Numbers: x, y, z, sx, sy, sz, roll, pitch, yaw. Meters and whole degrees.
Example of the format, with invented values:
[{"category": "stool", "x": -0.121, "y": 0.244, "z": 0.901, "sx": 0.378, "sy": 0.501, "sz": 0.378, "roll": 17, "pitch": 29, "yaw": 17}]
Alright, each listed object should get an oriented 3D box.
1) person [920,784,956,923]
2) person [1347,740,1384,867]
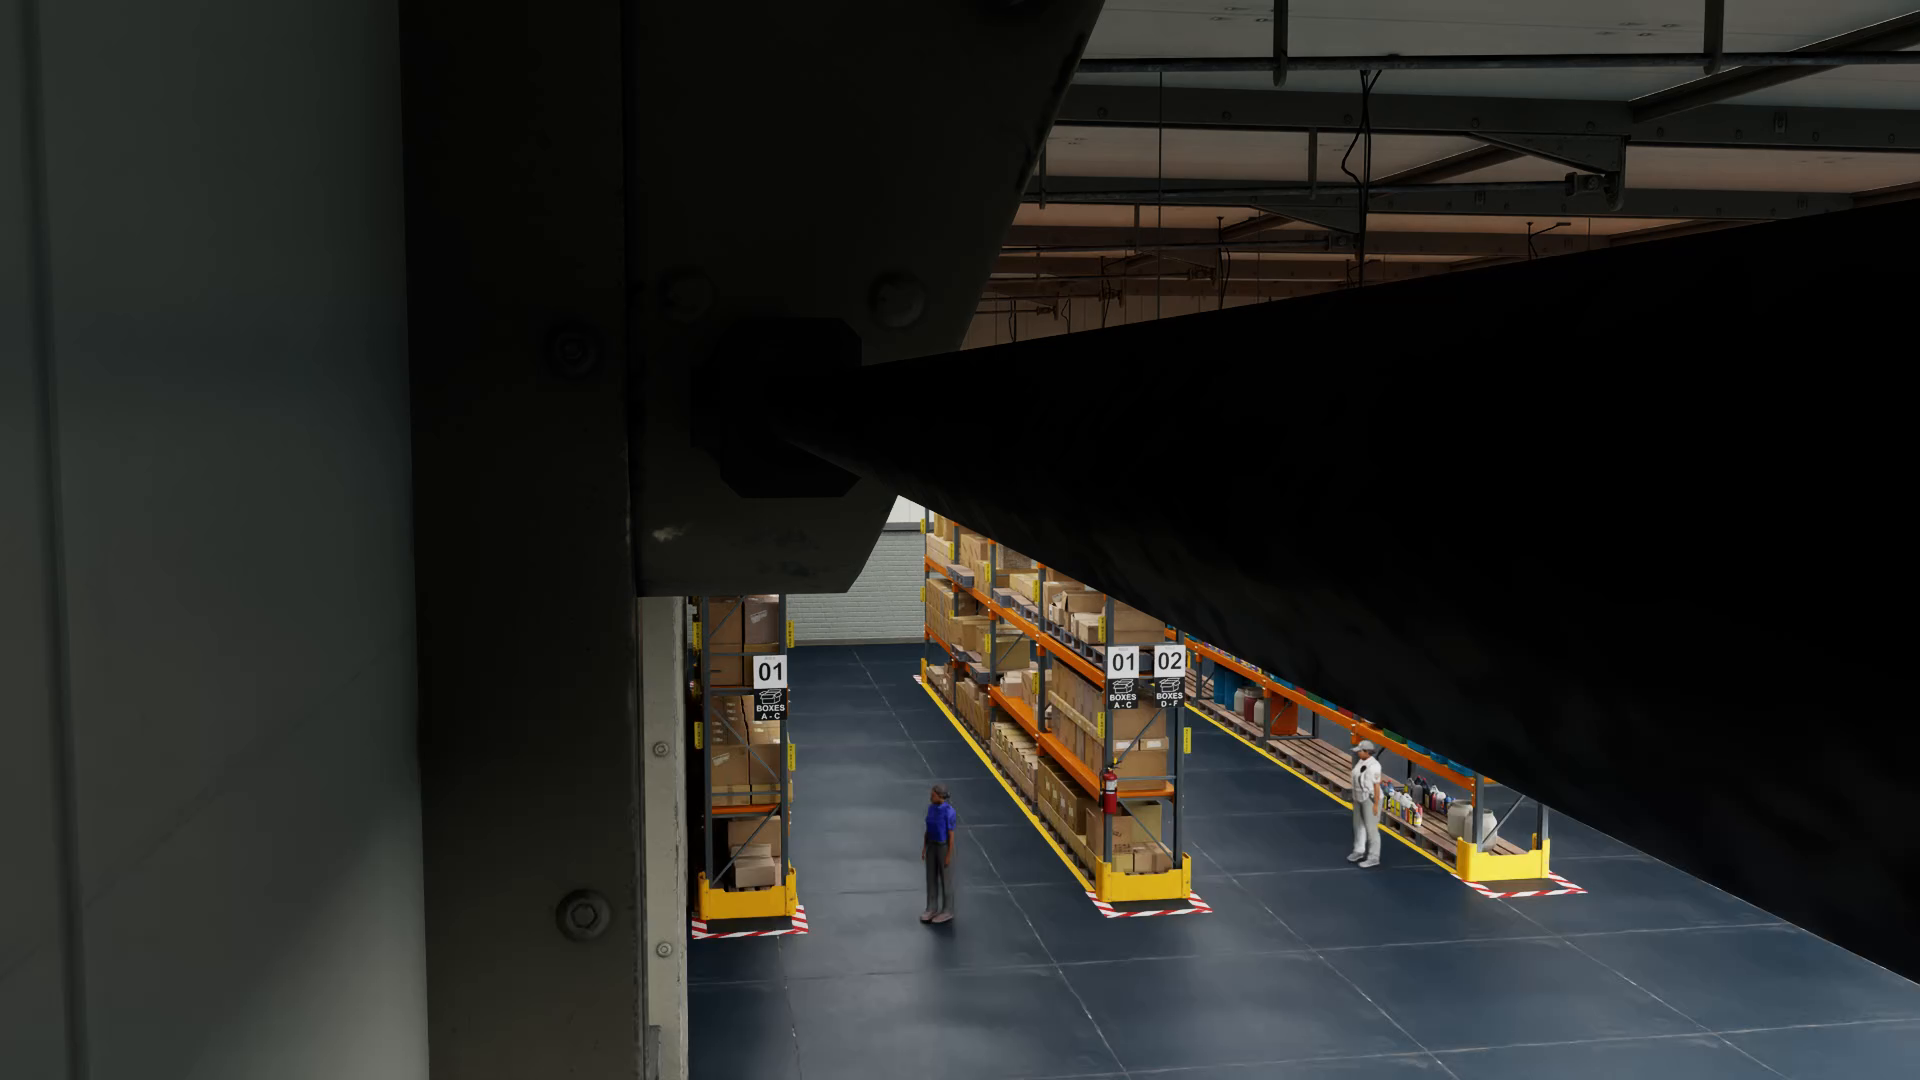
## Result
[{"category": "person", "x": -0.265, "y": 3.740, "z": 19.930, "sx": 0.456, "sy": 1.671, "sz": 0.417, "roll": 5, "pitch": 7, "yaw": 44}, {"category": "person", "x": 5.475, "y": 3.525, "z": 22.423, "sx": 0.419, "sy": 1.670, "sz": 0.527, "roll": -1, "pitch": 5, "yaw": -15}]
